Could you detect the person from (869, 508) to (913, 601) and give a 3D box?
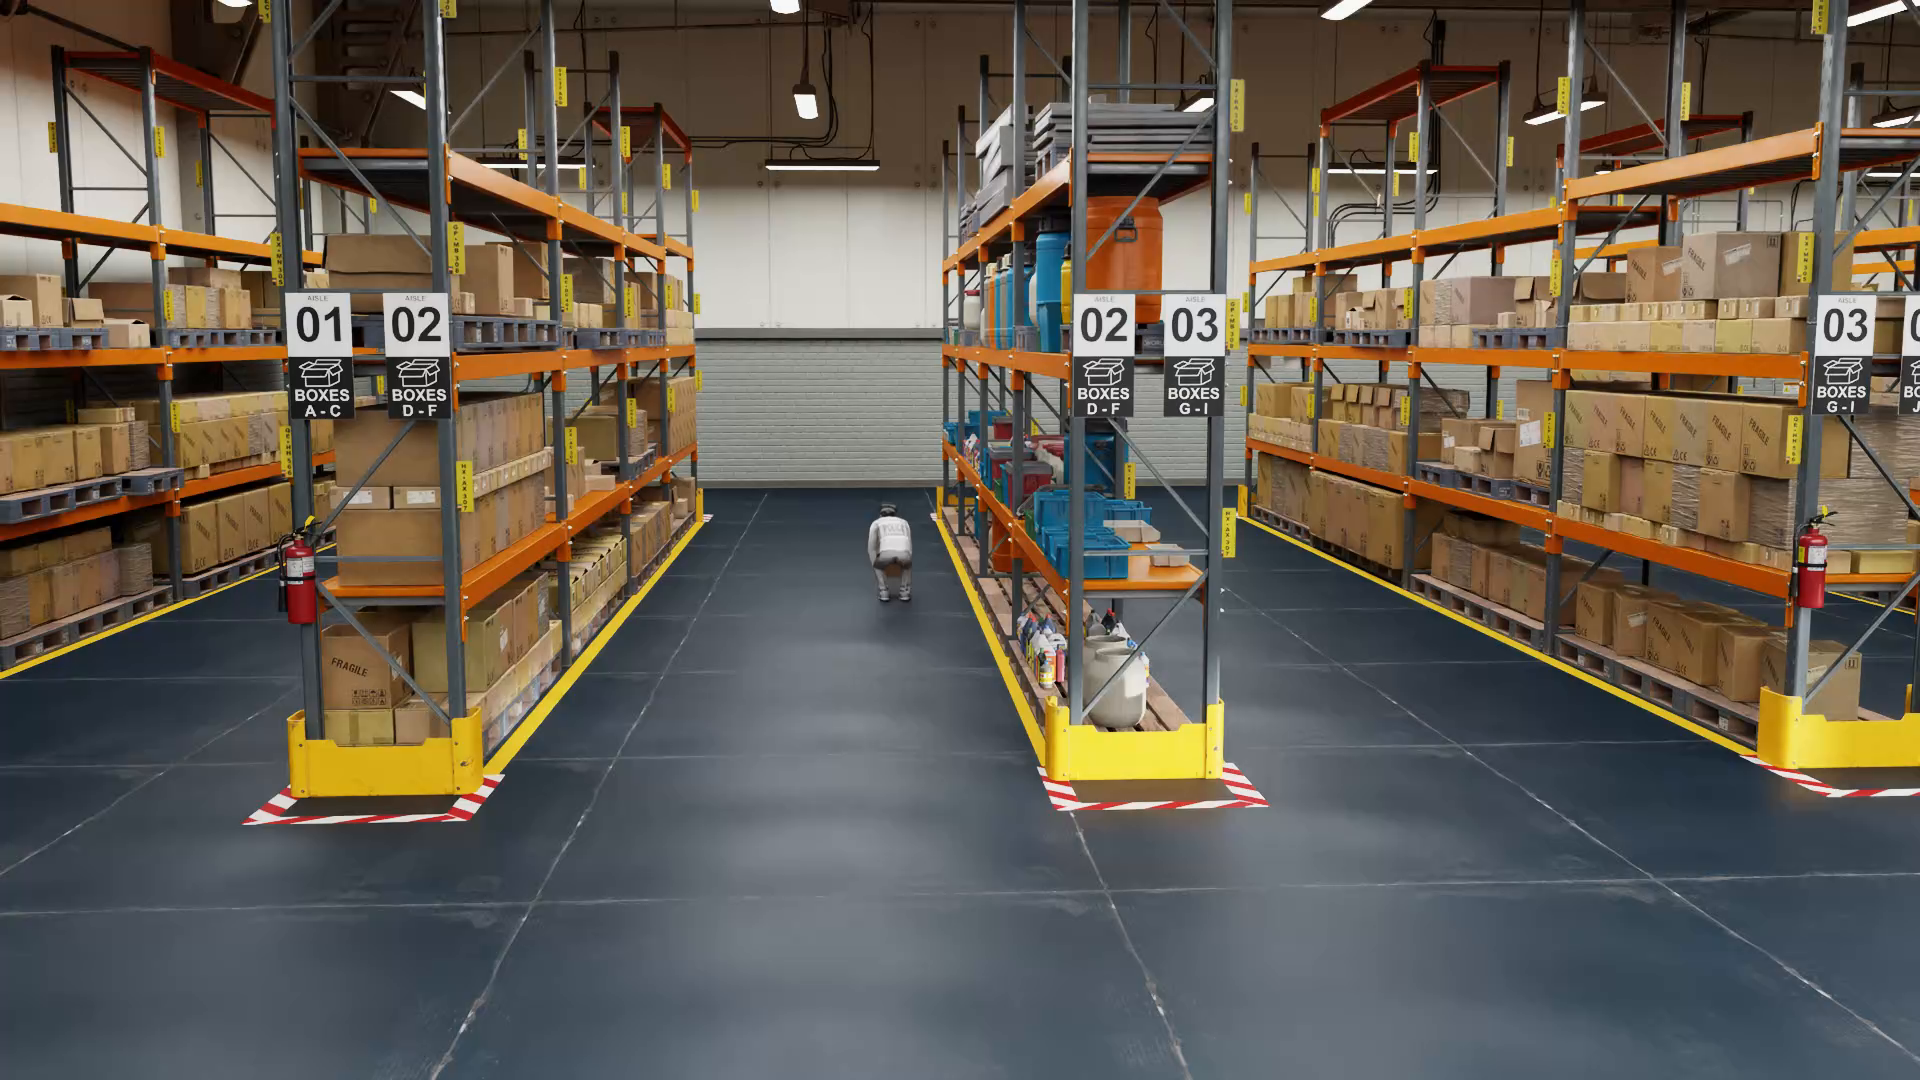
[{"bbox_3d":[-0.777,0.163,18.692,0.496,1.002,0.820,0,7,-4],"label":"person"}]
